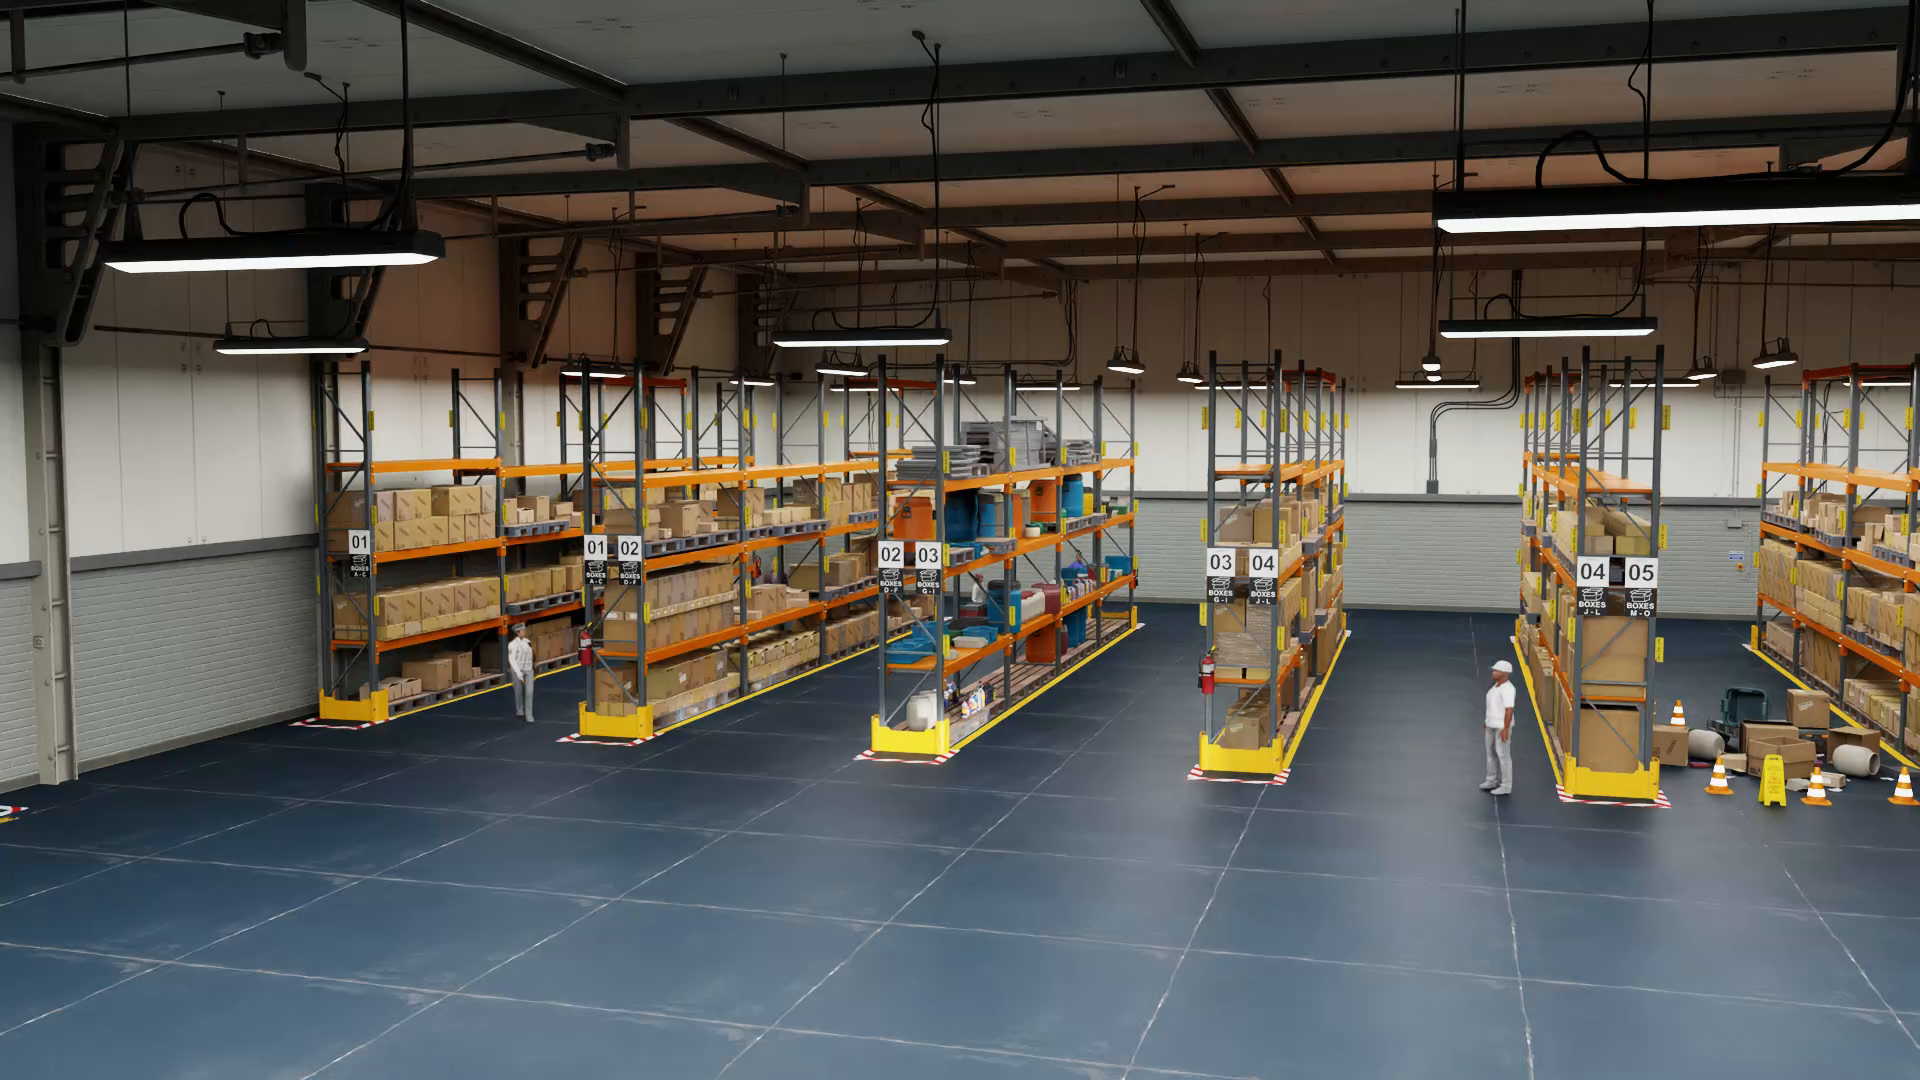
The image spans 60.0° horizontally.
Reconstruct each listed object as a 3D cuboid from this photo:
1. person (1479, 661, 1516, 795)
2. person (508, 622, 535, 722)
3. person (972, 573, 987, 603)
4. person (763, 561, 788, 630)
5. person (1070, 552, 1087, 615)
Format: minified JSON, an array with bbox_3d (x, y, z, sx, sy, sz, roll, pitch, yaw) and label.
[{"bbox_3d":[7.261,2.507,22.420,0.416,1.770,0.628,-1,4,-16],"label":"person"},{"bbox_3d":[-7.315,2.184,27.785,0.432,1.634,1.015,-1,4,-14],"label":"person"},{"bbox_3d":[0.475,1.539,37.429,0.486,1.610,0.447,3,5,32],"label":"person"},{"bbox_3d":[-4.345,1.348,38.752,0.558,1.725,1.043,1,4,14],"label":"person"},{"bbox_3d":[3.009,1.118,42.812,0.466,1.625,0.641,-4,6,-45],"label":"person"}]
